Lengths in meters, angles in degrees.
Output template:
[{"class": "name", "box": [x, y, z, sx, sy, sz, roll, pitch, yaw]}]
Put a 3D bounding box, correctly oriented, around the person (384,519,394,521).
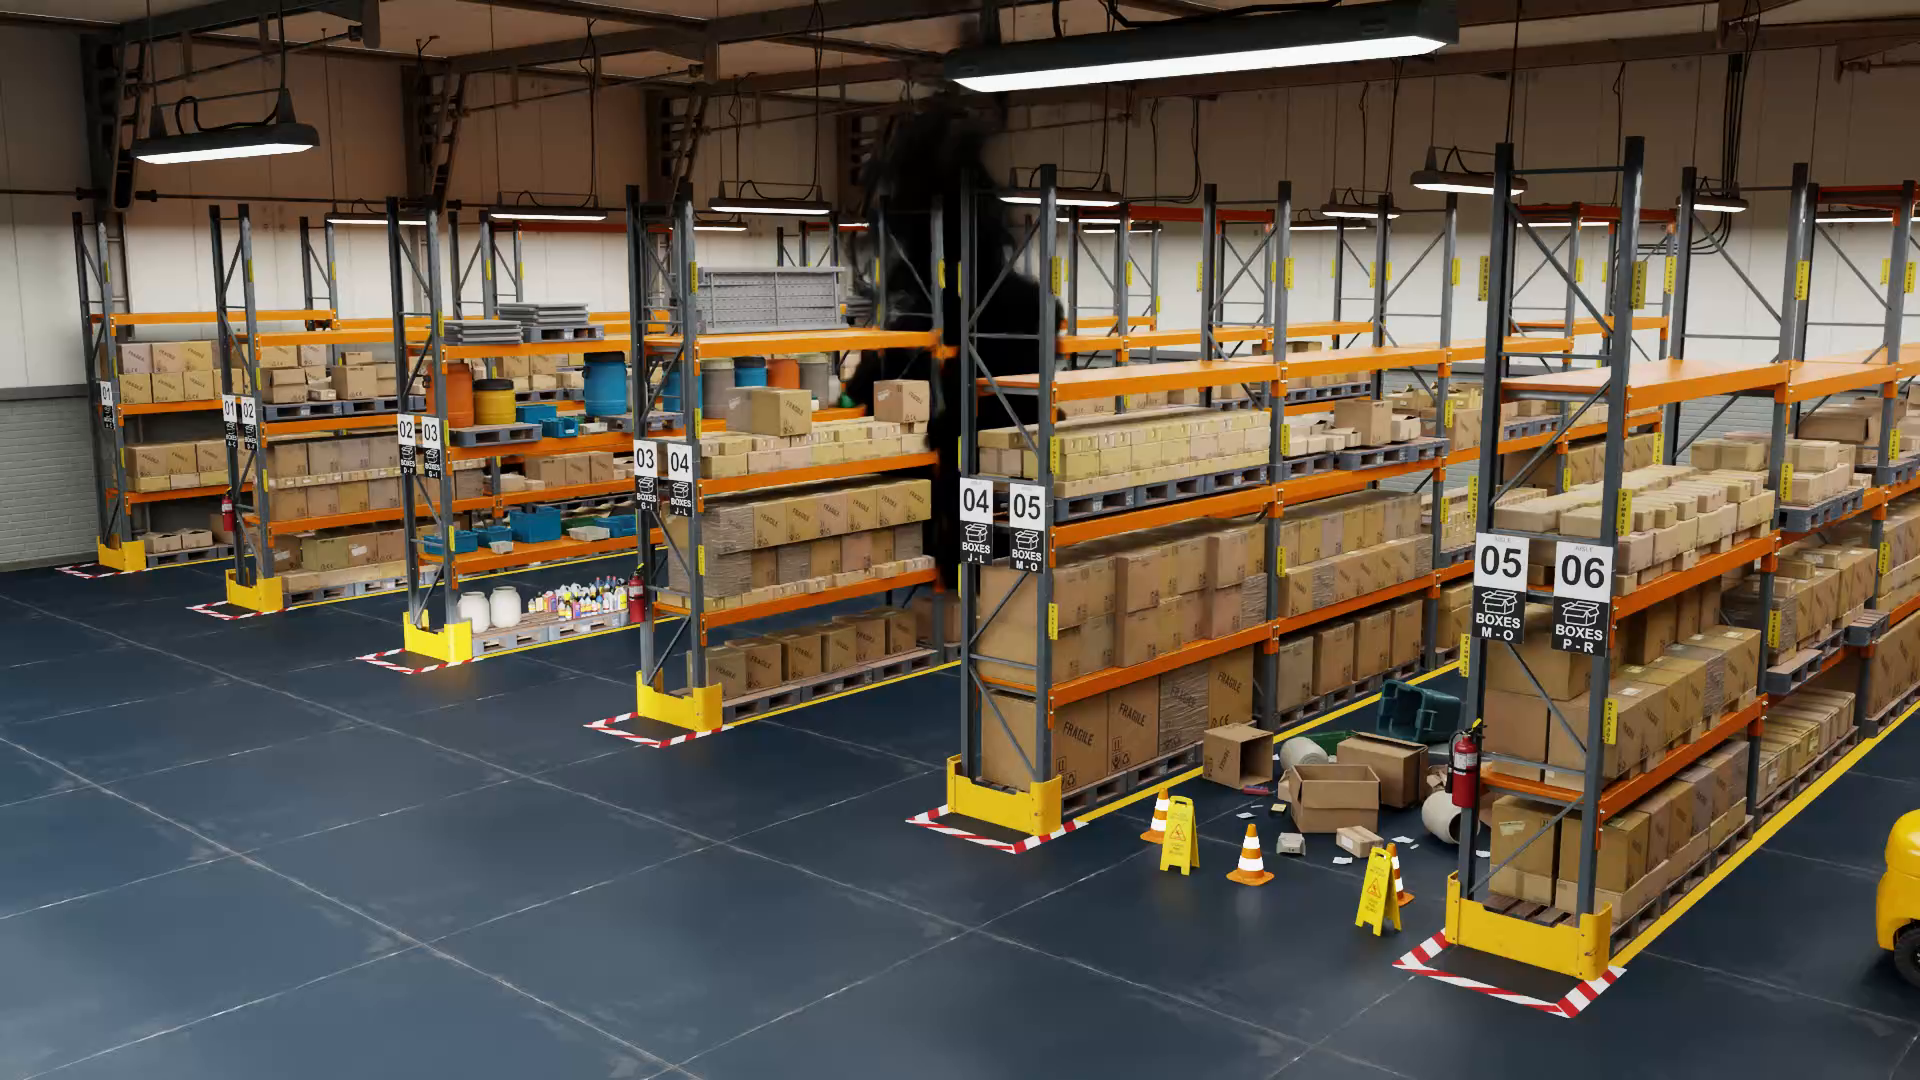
[{"class": "person", "box": [-9.894, -0.425, 28.867, 0.576, 1.714, 0.705, 8, 12, 39]}]
